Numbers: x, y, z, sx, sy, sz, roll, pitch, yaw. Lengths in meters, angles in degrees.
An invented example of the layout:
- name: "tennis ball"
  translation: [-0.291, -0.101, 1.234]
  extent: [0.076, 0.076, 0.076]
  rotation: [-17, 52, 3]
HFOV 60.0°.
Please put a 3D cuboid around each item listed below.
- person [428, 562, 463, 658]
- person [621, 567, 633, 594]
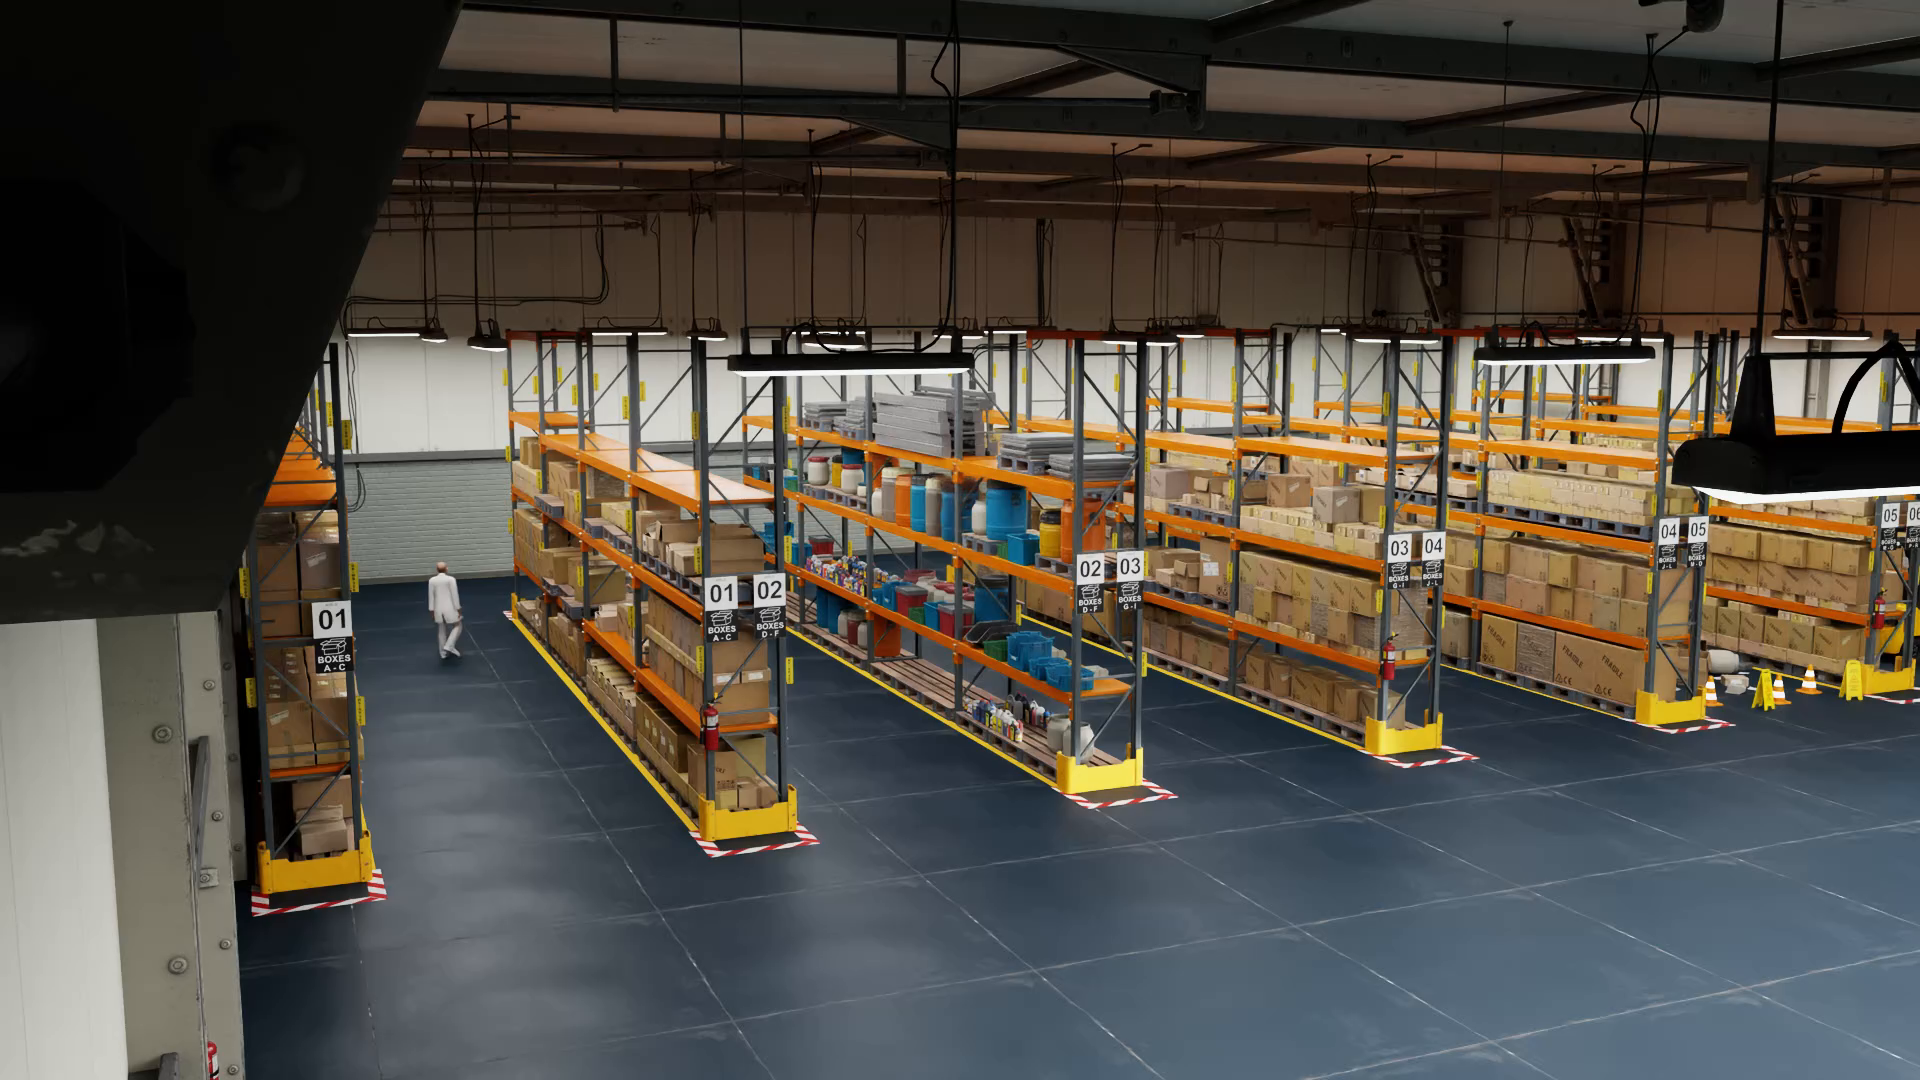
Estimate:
- name: "person"
  translation: [-9.497, 1.292, 30.627]
  extent: [0.626, 1.779, 0.564]
  rotation: [1, 8, 10]
- name: "person"
  translation: [-6.643, 1.003, 33.578]
  extent: [0.533, 1.514, 0.791]
  rotation: [-2, 8, -14]
